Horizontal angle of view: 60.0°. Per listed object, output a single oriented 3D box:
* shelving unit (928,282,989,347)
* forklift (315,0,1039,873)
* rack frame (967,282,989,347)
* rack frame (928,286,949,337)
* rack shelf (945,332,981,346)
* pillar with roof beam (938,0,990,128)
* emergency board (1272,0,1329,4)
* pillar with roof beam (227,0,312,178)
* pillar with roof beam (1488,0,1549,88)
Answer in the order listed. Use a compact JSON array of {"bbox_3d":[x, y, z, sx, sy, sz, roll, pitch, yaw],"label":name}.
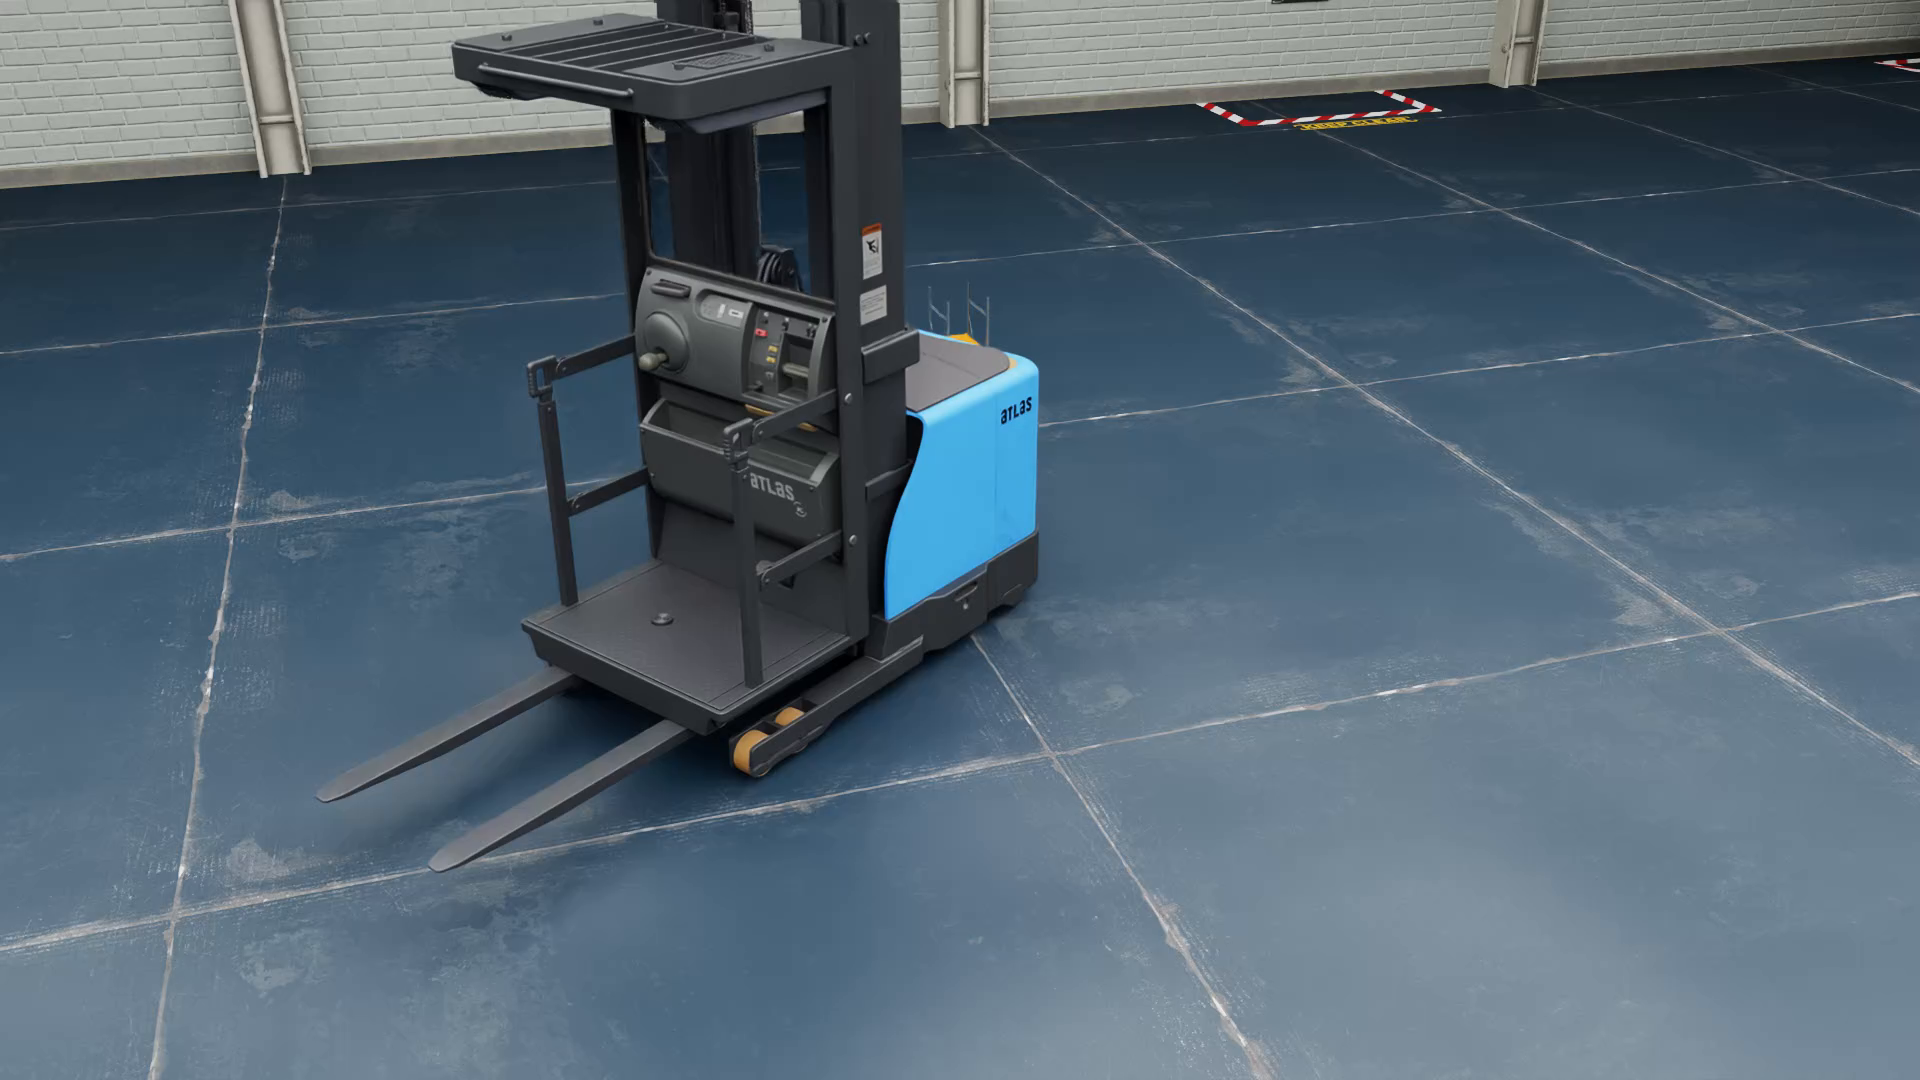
[{"bbox_3d":[-0.007,-0.540,7.487,0.189,1.200,0.258,-10,28,-19],"label":"shelving unit"},{"bbox_3d":[-0.960,-0.703,5.871,1.130,2.935,3.031,19,32,33],"label":"forklift"},{"bbox_3d":[0.078,-0.554,7.517,0.006,1.200,0.240,-10,28,-19],"label":"rack frame"},{"bbox_3d":[-0.092,-0.525,7.457,0.006,1.200,0.240,-10,28,-19],"label":"rack frame"},{"bbox_3d":[-0.007,-0.822,7.347,0.180,0.103,0.258,-10,28,-19],"label":"rack shelf"},{"bbox_3d":[1.371,-6.136,9.990,0.400,9.000,9.100,-8,28,-16],"label":"pillar with roof beam"},{"bbox_3d":[3.367,-5.778,16.015,0.626,1.169,0.157,-8,28,-16],"label":"emergency board"},{"bbox_3d":[-4.334,-5.310,8.326,0.400,9.000,9.100,-8,28,-16],"label":"pillar with roof beam"},{"bbox_3d":[7.076,-6.962,11.654,0.400,9.000,9.100,-8,28,-16],"label":"pillar with roof beam"}]
